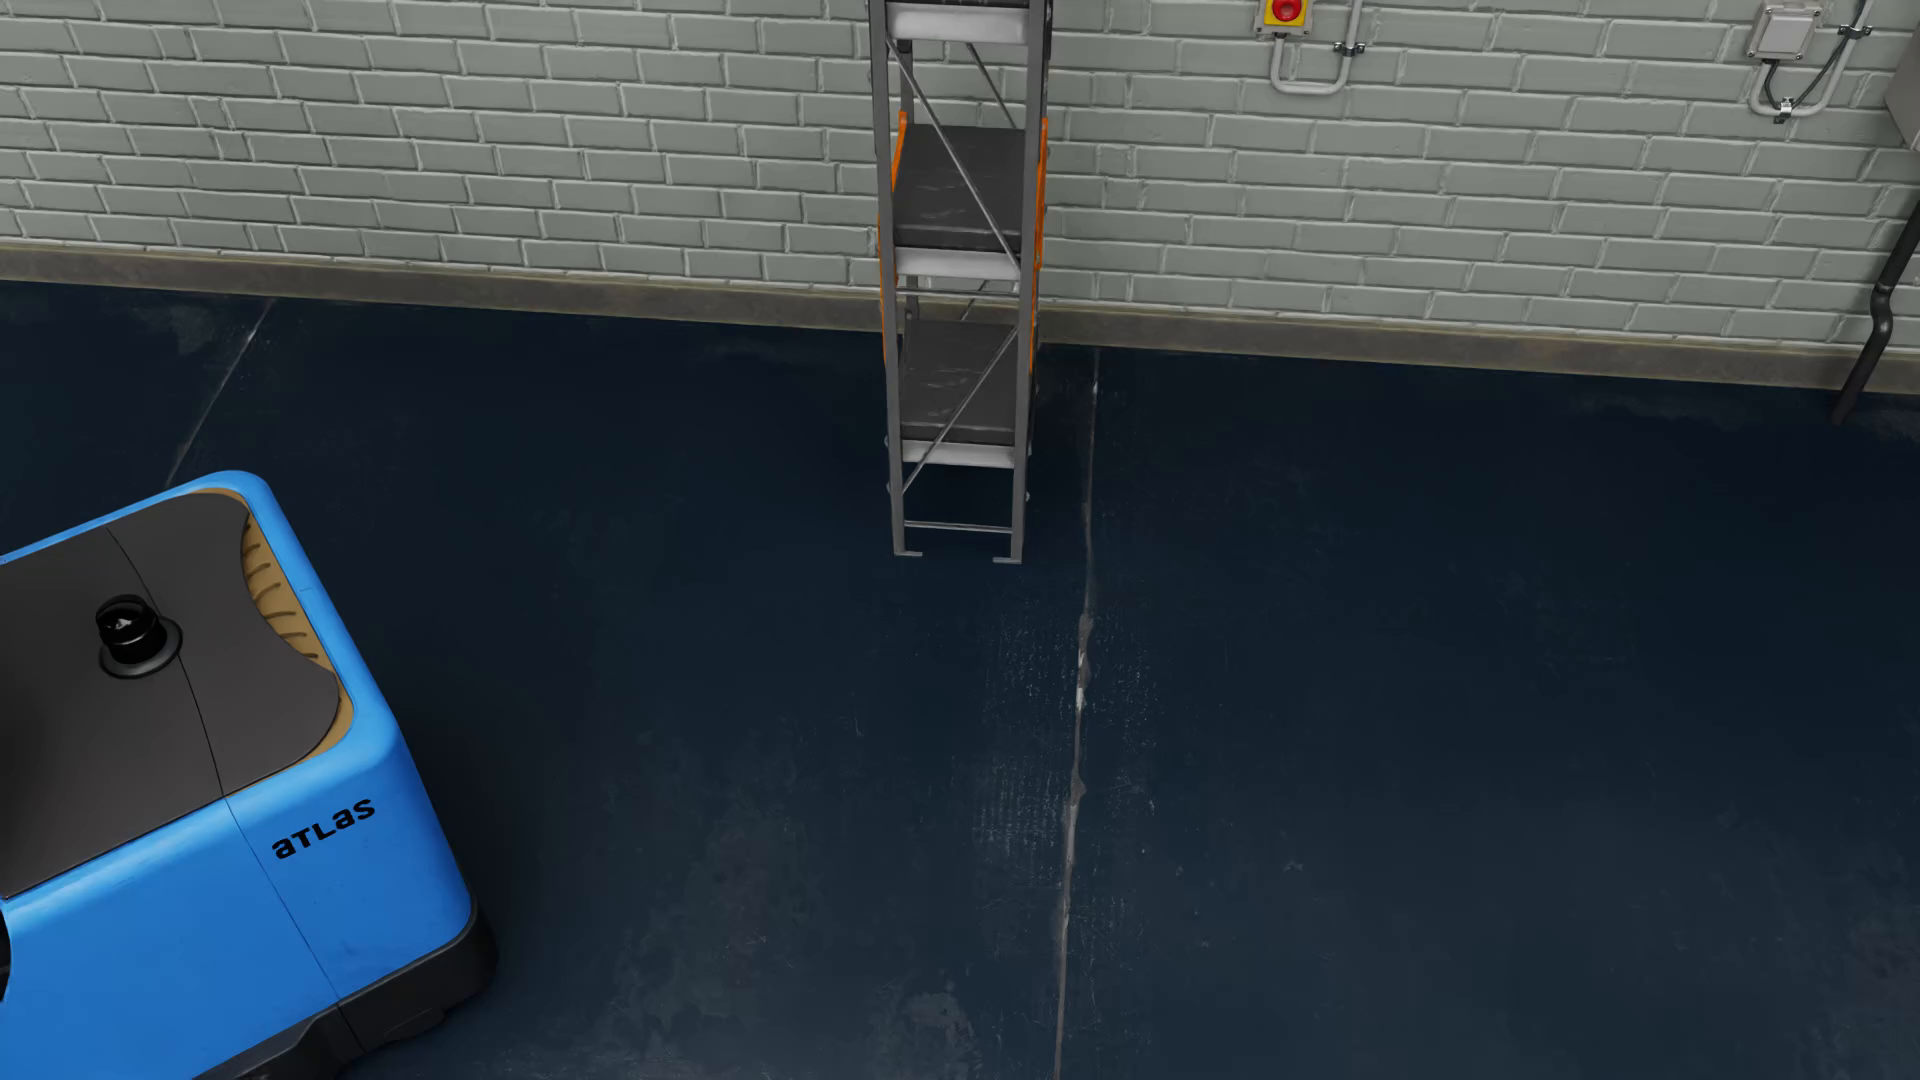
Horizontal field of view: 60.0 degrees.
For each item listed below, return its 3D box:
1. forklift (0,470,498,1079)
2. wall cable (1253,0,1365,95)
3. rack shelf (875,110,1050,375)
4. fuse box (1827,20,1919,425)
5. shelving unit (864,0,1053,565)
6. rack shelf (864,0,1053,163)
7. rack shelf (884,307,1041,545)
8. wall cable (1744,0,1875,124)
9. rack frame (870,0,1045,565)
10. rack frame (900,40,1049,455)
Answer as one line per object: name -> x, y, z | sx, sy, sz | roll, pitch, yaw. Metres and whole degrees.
forklift -> -2.671, 0.445, 2.857 | 3.031, 2.935, 1.130 | -26, 53, -22
wall cable -> 0.909, -2.000, 4.337 | 0.585, 1.953, 0.123 | 4, 48, 4
rack shelf -> 0.015, -0.821, 4.597 | 0.431, 0.518, 0.480 | 4, 48, 4
fuse box -> 2.988, -0.963, 4.971 | 0.539, 1.711, 0.414 | 4, 48, 4
shelving unit -> 0.015, -0.830, 4.586 | 0.431, 2.100, 0.503 | 4, 48, 4
rack shelf -> 0.015, -1.294, 4.080 | 0.431, 0.518, 0.480 | 4, 48, 4
rack shelf -> 0.015, -0.349, 5.113 | 0.431, 0.518, 0.480 | 4, 48, 4
wall cable -> 2.322, -1.903, 4.269 | 0.588, 1.984, 0.122 | 4, 48, 4
rack frame -> -0.007, -0.651, 4.422 | 0.400, 2.100, 0.015 | 4, 48, 4
rack frame -> 0.037, -1.010, 4.750 | 0.400, 2.100, 0.015 | 4, 48, 4
